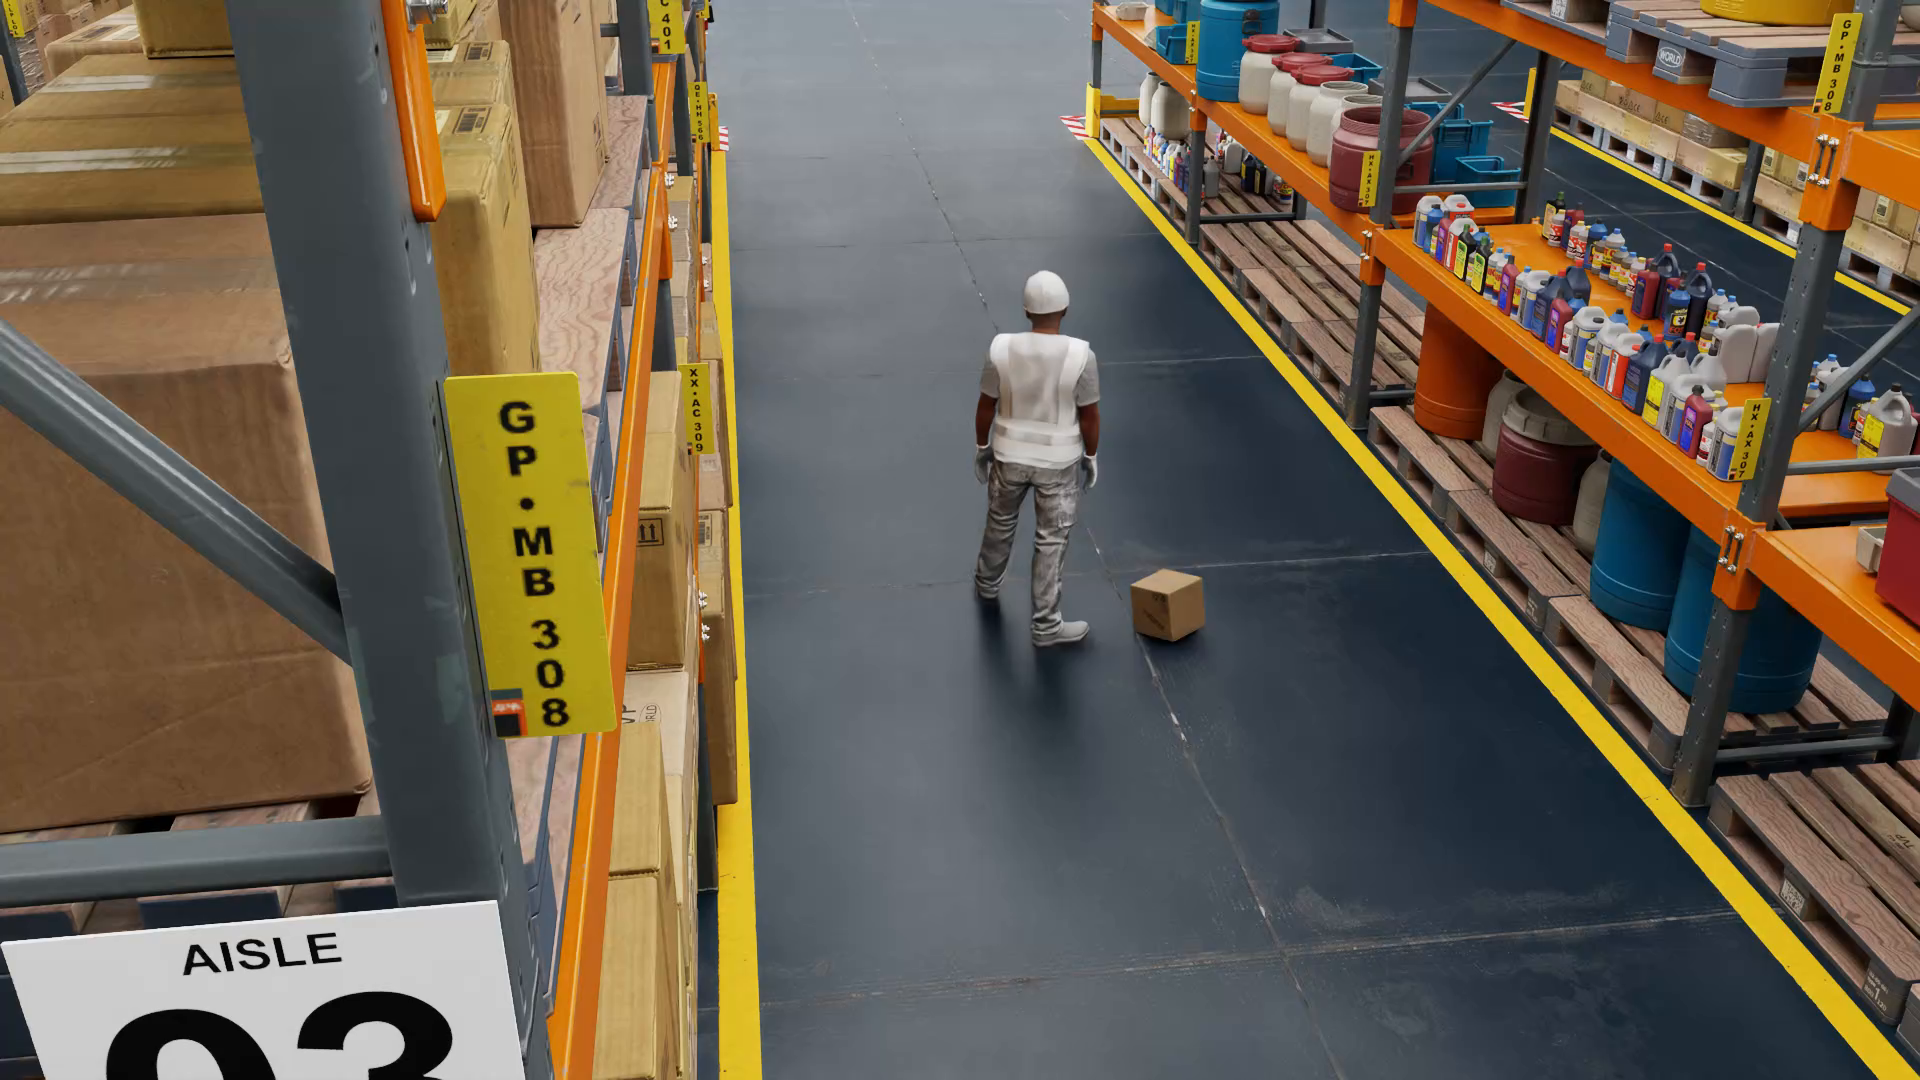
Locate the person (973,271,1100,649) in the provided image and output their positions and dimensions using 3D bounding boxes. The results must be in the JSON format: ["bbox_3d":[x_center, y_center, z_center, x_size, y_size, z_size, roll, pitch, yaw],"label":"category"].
[{"bbox_3d":[0.329,-0.428,7.893,0.703,1.767,0.673,8,28,16],"label":"person"}]
